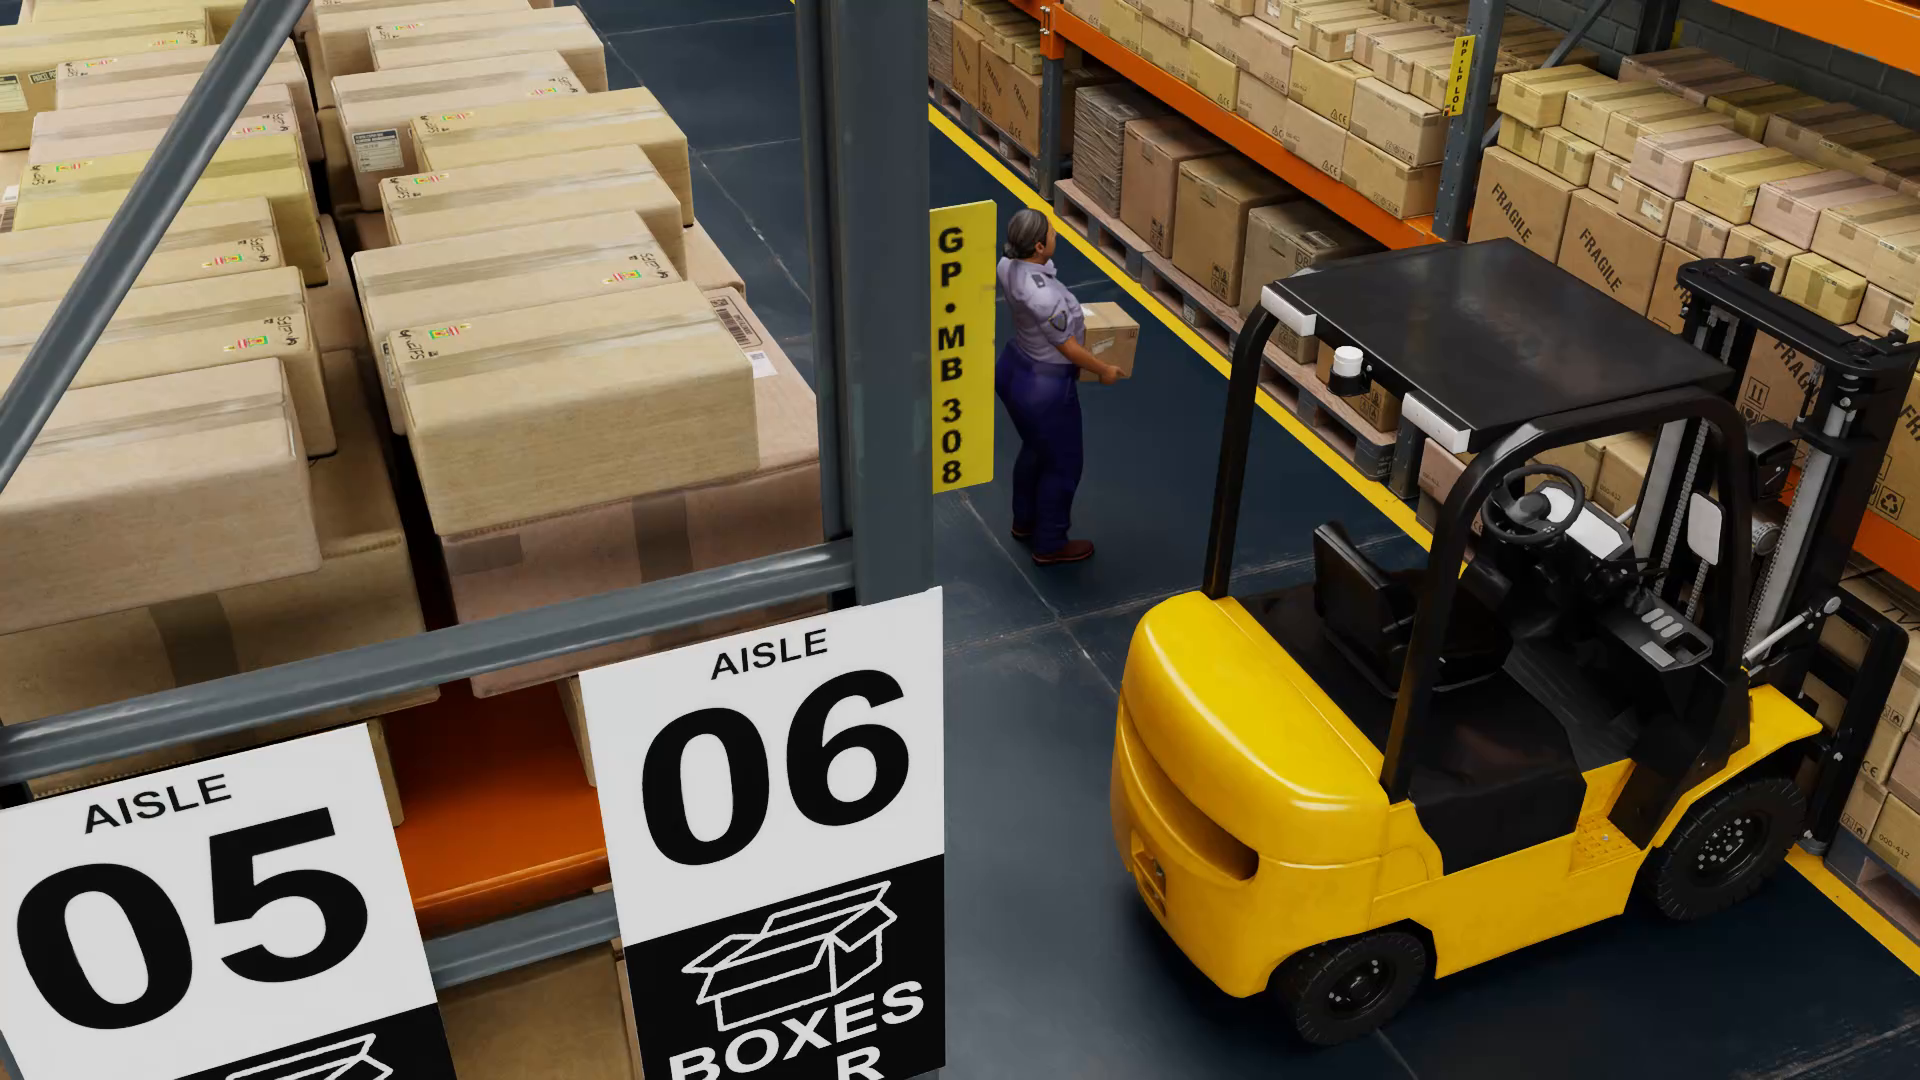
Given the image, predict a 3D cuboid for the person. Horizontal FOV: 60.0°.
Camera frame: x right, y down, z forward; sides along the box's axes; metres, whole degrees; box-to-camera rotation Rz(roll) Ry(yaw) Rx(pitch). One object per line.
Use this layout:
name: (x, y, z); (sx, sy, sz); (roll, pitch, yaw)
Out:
person: (0.413, -0.665, 7.175); (0.517, 1.624, 0.453); (-12, 36, -18)
